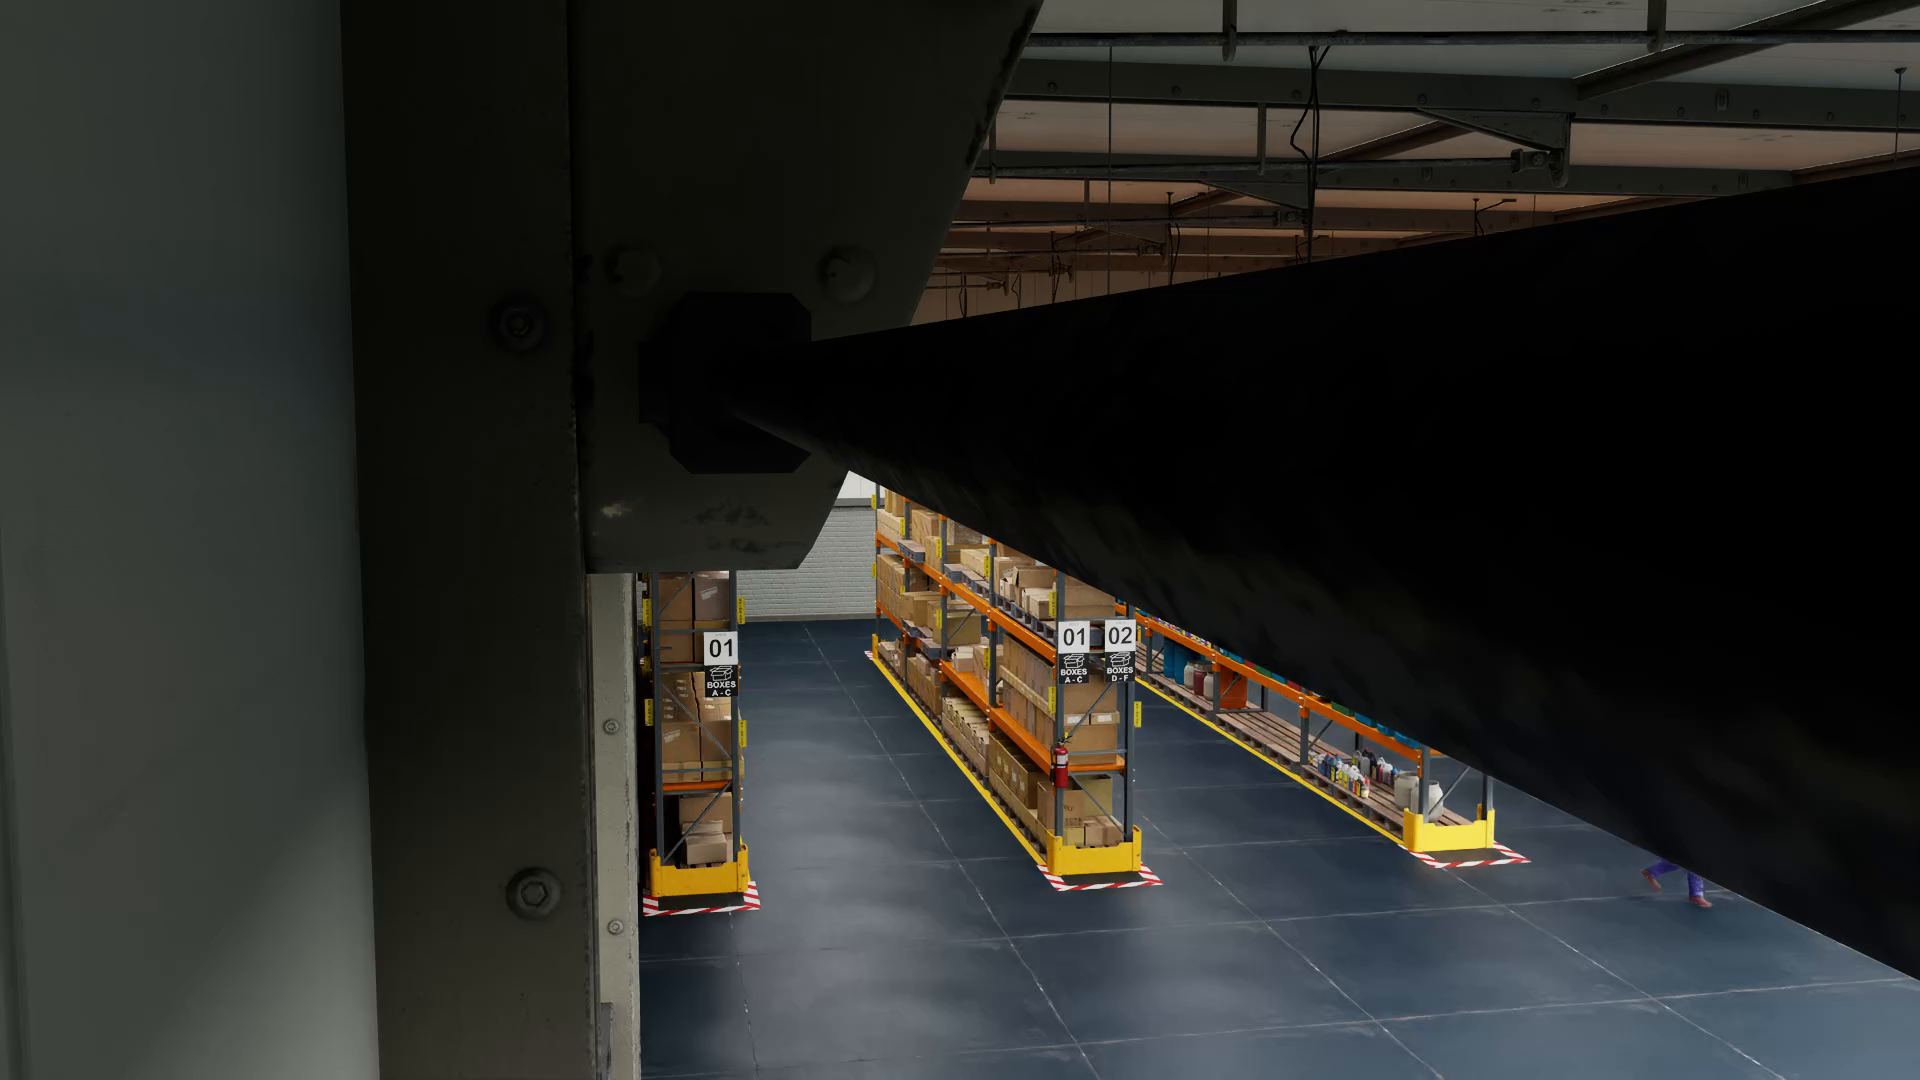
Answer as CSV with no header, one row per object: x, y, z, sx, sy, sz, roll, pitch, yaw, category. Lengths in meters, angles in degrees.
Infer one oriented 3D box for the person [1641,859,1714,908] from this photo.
8.559,3.490,19.775,0.828,1.666,0.596,3,7,27,person
